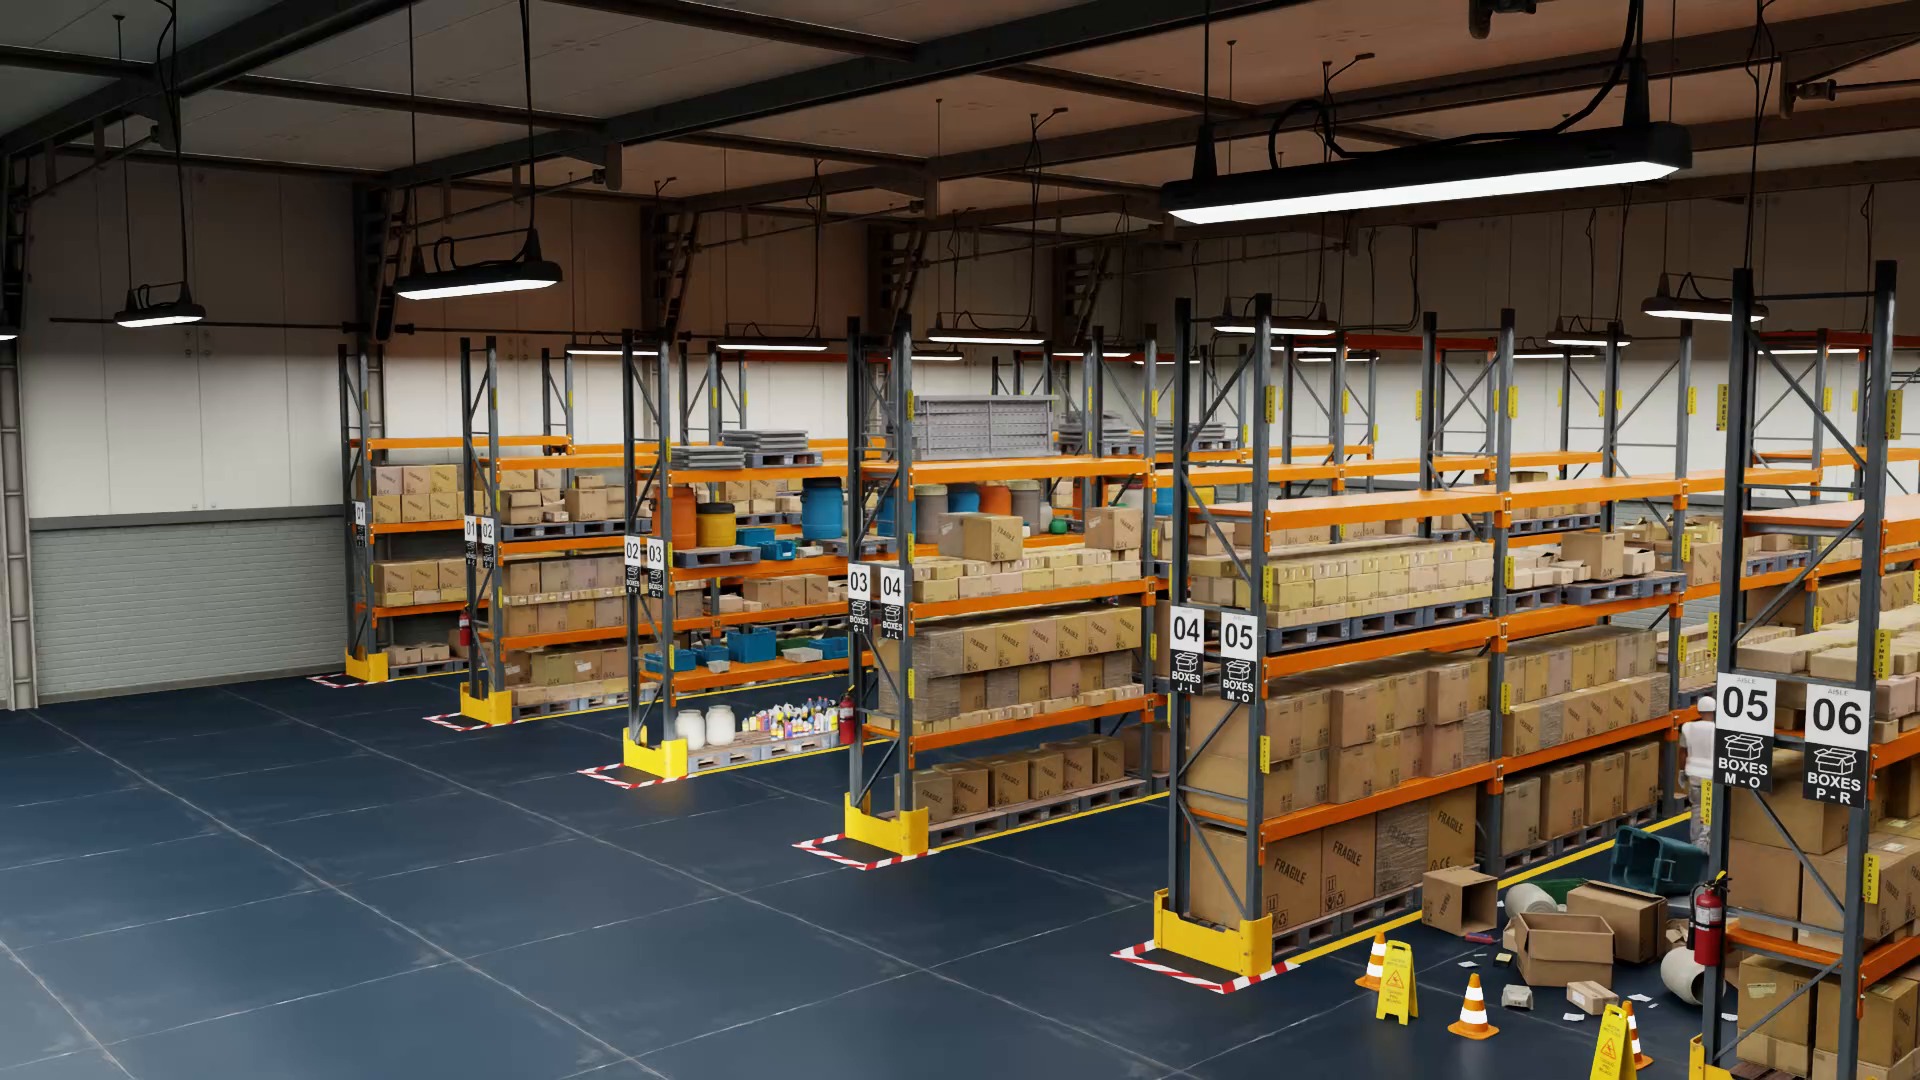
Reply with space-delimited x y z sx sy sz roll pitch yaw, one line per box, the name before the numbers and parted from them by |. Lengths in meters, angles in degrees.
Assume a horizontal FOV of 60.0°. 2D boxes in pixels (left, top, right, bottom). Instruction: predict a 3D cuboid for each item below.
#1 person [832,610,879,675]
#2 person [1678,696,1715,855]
person | -1.744 1.531 28.783 0.615 1.585 1.083 4 7 38
person | 8.271 2.630 18.477 0.553 1.784 0.583 -5 7 -41
